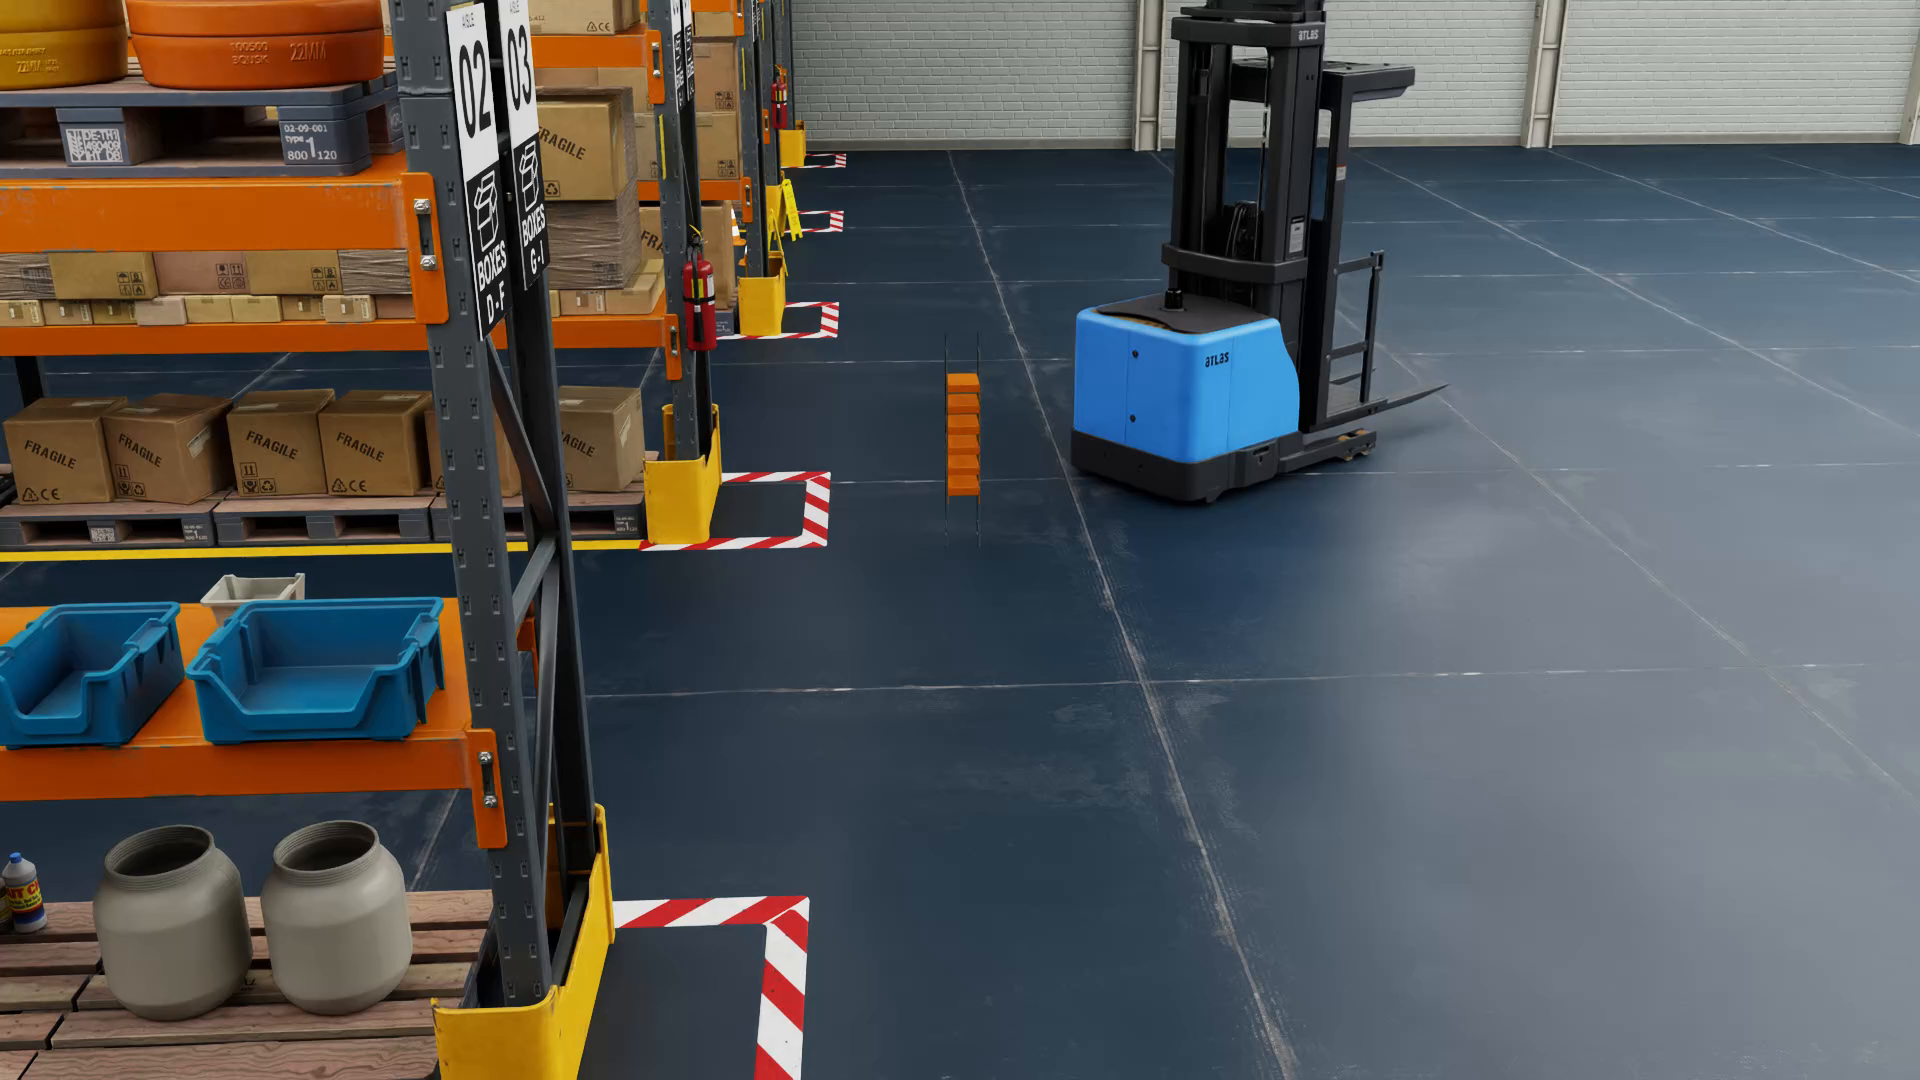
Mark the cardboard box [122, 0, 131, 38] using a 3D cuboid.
[{"bbox_3d":[-4.087,-2.773,8.685,0.500,0.250,0.500,-2,21,-5],"label":"cardboard box"}]

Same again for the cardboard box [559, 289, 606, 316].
[{"bbox_3d":[-2.105,-1.384,9.395,0.250,0.149,0.380,-1,21,-3],"label":"cardboard box"}]

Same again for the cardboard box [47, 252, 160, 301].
[{"bbox_3d":[-4.622,-1.675,9.246,0.500,0.500,0.875,-1,21,-3],"label":"cardboard box"}]

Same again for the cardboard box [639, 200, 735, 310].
[{"bbox_3d":[-2.438,-2.516,14.409,0.875,0.875,0.875,-1,21,-3],"label":"cardboard box"}]

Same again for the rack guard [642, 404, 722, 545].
[{"bbox_3d":[-1.658,-0.416,10.011,0.348,0.500,1.175,-1,21,-3],"label":"rack guard"}]

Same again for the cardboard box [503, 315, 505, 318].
[{"bbox_3d":[-2.602,-1.361,9.334,0.250,0.149,0.380,-1,21,-3],"label":"cardboard box"}]

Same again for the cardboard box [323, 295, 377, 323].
[{"bbox_3d":[-3.346,-1.321,9.229,0.250,0.149,0.380,-1,21,-3],"label":"cardboard box"}]

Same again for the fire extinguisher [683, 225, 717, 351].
[{"bbox_3d":[-1.442,-1.388,9.160,0.183,0.674,0.296,-1,21,-3],"label":"fire extinguisher"}]

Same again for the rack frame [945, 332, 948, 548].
[{"bbox_3d":[-0.077,-0.559,9.403,0.006,1.200,0.240,-1,21,-3],"label":"rack frame"}]

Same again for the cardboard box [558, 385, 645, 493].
[{"bbox_3d":[-2.207,-0.607,9.923,0.500,0.500,0.500,3,21,7],"label":"cardboard box"}]

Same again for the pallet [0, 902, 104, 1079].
[{"bbox_3d":[-3.399,1.533,5.297,1.213,0.211,1.003,-1,21,-3],"label":"pallet"}]

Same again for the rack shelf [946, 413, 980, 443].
[{"bbox_3d":[0.014,-0.632,9.381,0.180,0.103,0.258,-1,21,-3],"label":"rack shelf"}]

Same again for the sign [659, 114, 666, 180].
[{"bbox_3d":[-1.570,-2.077,8.789,0.005,0.325,0.100,-1,21,-3],"label":"sign"}]

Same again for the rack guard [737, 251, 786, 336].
[{"bbox_3d":[-1.740,-2.182,14.650,0.348,0.500,1.175,-1,21,-3],"label":"rack guard"}]

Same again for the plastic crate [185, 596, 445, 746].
[{"bbox_3d":[-1.782,0.360,4.670,0.616,0.251,0.499,-1,21,-3],"label":"plastic crate"}]

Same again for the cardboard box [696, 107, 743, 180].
[{"bbox_3d":[-2.132,-3.396,14.115,0.550,0.550,0.875,-1,21,-3],"label":"cardboard box"}]

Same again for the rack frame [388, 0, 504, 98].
[{"bbox_3d":[-1.299,-2.630,3.882,0.127,3.000,1.000,-1,21,-3],"label":"rack frame"}]

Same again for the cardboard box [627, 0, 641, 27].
[{"bbox_3d":[-2.078,-3.000,9.279,0.500,0.250,0.500,-1,21,-1],"label":"cardboard box"}]

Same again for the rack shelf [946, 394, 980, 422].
[{"bbox_3d":[0.014,-0.744,9.339,0.180,0.103,0.258,-1,21,-3],"label":"rack shelf"}]

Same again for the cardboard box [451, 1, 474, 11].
[{"bbox_3d":[-2.547,-2.806,8.771,0.500,0.250,0.500,-1,21,-3],"label":"cardboard box"}]

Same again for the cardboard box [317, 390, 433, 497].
[{"bbox_3d":[-3.427,-0.577,9.843,0.500,0.500,0.500,1,21,2],"label":"cardboard box"}]

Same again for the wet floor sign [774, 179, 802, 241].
[{"bbox_3d":[-1.897,-3.630,18.247,0.232,0.644,0.267,6,22,16],"label":"wet floor sign"}]

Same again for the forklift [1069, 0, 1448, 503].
[{"bbox_3d":[2.145,-2.015,10.794,3.031,2.935,1.130,-17,27,-38],"label":"forklift"}]

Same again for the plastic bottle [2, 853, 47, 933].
[{"bbox_3d":[-3.127,1.169,5.550,0.097,0.271,0.097,0,21,0],"label":"plastic bottle"}]

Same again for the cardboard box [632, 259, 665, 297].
[{"bbox_3d":[-1.880,-1.547,9.822,0.250,0.149,0.380,-1,21,-3],"label":"cardboard box"}]

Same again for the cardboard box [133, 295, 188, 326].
[{"bbox_3d":[-4.344,-1.299,9.170,0.250,0.149,0.380,-1,21,-3],"label":"cardboard box"}]

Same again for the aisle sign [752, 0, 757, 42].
[{"bbox_3d":[-1.676,-4.460,13.465,0.004,0.787,0.394,-1,21,-3],"label":"aisle sign"}]

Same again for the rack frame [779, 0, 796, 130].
[{"bbox_3d":[-2.435,-6.869,23.448,0.127,3.000,1.000,-1,21,-3],"label":"rack frame"}]

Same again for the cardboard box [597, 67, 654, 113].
[{"bbox_3d":[-2.681,-3.887,13.886,0.550,0.550,0.875,-1,21,-3],"label":"cardboard box"}]

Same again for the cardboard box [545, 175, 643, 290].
[{"bbox_3d":[-2.133,-1.770,9.496,0.500,0.500,0.875,-1,21,-3],"label":"cardboard box"}]

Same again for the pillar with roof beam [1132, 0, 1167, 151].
[{"bbox_3d":[3.054,-8.572,19.488,0.400,9.000,9.100,-1,21,-3],"label":"pillar with roof beam"}]

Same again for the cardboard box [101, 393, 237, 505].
[{"bbox_3d":[-4.603,-0.541,9.749,0.500,0.500,0.500,5,22,14],"label":"cardboard box"}]

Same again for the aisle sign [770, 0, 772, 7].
[{"bbox_3d":[-2.069,-6.219,18.087,0.004,0.787,0.394,-1,21,-3],"label":"aisle sign"}]

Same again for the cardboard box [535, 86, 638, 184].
[{"bbox_3d":[-2.147,-2.324,9.547,0.500,0.500,0.500,-1,21,-3],"label":"cardboard box"}]

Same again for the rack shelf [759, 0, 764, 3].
[{"bbox_3d":[-4.145,-6.131,18.304,4.000,0.370,1.077,-1,21,-3],"label":"rack shelf"}]

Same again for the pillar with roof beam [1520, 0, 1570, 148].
[{"bbox_3d":[9.045,-8.693,19.808,0.400,9.000,9.100,-1,21,-3],"label":"pillar with roof beam"}]

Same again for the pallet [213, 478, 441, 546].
[{"bbox_3d":[-3.686,-0.253,9.990,1.213,0.211,1.003,-1,21,-3],"label":"pallet"}]

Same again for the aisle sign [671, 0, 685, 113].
[{"bbox_3d":[-1.503,-2.695,8.831,0.004,0.787,0.394,-1,21,-3],"label":"aisle sign"}]

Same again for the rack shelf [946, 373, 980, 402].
[{"bbox_3d":[0.014,-0.856,9.296,0.180,0.103,0.258,-1,21,-3],"label":"rack shelf"}]

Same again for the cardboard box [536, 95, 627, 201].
[{"bbox_3d":[-2.117,-2.140,9.062,0.500,0.500,0.500,-1,21,-3],"label":"cardboard box"}]

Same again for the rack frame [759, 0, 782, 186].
[{"bbox_3d":[-2.148,-5.106,18.817,0.127,3.000,1.000,-1,21,-3],"label":"rack frame"}]

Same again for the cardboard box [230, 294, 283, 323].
[{"bbox_3d":[-3.847,-1.320,9.225,0.250,0.149,0.380,-1,21,-3],"label":"cardboard box"}]

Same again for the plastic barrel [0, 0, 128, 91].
[{"bbox_3d":[-2.430,-1.444,4.128,0.600,0.588,0.600,0,21,0],"label":"plastic barrel"}]

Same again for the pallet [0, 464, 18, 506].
[{"bbox_3d":[-6.353,-0.185,9.810,1.213,0.211,1.003,-1,21,-3],"label":"pallet"}]

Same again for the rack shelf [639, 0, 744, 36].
[{"bbox_3d":[-3.761,-4.375,13.691,4.000,0.370,1.077,-1,21,-3],"label":"rack shelf"}]

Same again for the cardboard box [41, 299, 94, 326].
[{"bbox_3d":[-4.845,-1.300,9.173,0.250,0.149,0.380,-1,21,-3],"label":"cardboard box"}]

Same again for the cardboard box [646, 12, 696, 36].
[{"bbox_3d":[-3.151,-5.664,18.317,0.500,0.500,0.700,-1,21,-3],"label":"cardboard box"}]

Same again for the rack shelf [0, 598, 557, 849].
[{"bbox_3d":[-3.296,0.550,4.970,4.000,0.370,1.077,-1,21,-3],"label":"rack shelf"}]

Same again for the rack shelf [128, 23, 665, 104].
[{"bbox_3d":[-3.579,-2.611,9.058,4.000,0.370,1.077,-1,21,-3],"label":"rack shelf"}]

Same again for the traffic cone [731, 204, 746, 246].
[{"bbox_3d":[-2.504,-3.454,18.042,0.334,0.463,0.336,-1,21,-3],"label":"traffic cone"}]

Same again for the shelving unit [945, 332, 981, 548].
[{"bbox_3d":[0.014,-0.561,9.408,0.189,1.200,0.258,-1,21,-3],"label":"shelving unit"}]

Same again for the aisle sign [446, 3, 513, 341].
[{"bbox_3d":[-1.211,-0.937,4.213,0.004,0.787,0.394,-1,21,-3],"label":"aisle sign"}]

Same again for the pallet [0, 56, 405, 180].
[{"bbox_3d":[-2.131,-1.158,4.496,1.213,0.211,1.003,-1,21,-3],"label":"pallet"}]

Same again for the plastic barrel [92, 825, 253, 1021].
[{"bbox_3d":[-2.453,1.191,5.184,0.421,0.512,0.421,0,21,0],"label":"plastic barrel"}]

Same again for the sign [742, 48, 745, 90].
[{"bbox_3d":[-1.747,-3.809,13.448,0.005,0.325,0.100,-1,21,-3],"label":"sign"}]

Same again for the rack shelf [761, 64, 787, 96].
[{"bbox_3d":[-4.432,-6.492,23.469,4.000,0.370,1.077,-1,21,-3],"label":"rack shelf"}]

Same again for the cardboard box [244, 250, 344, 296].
[{"bbox_3d":[-3.627,-1.717,9.355,0.500,0.500,0.875,-1,21,-3],"label":"cardboard box"}]
